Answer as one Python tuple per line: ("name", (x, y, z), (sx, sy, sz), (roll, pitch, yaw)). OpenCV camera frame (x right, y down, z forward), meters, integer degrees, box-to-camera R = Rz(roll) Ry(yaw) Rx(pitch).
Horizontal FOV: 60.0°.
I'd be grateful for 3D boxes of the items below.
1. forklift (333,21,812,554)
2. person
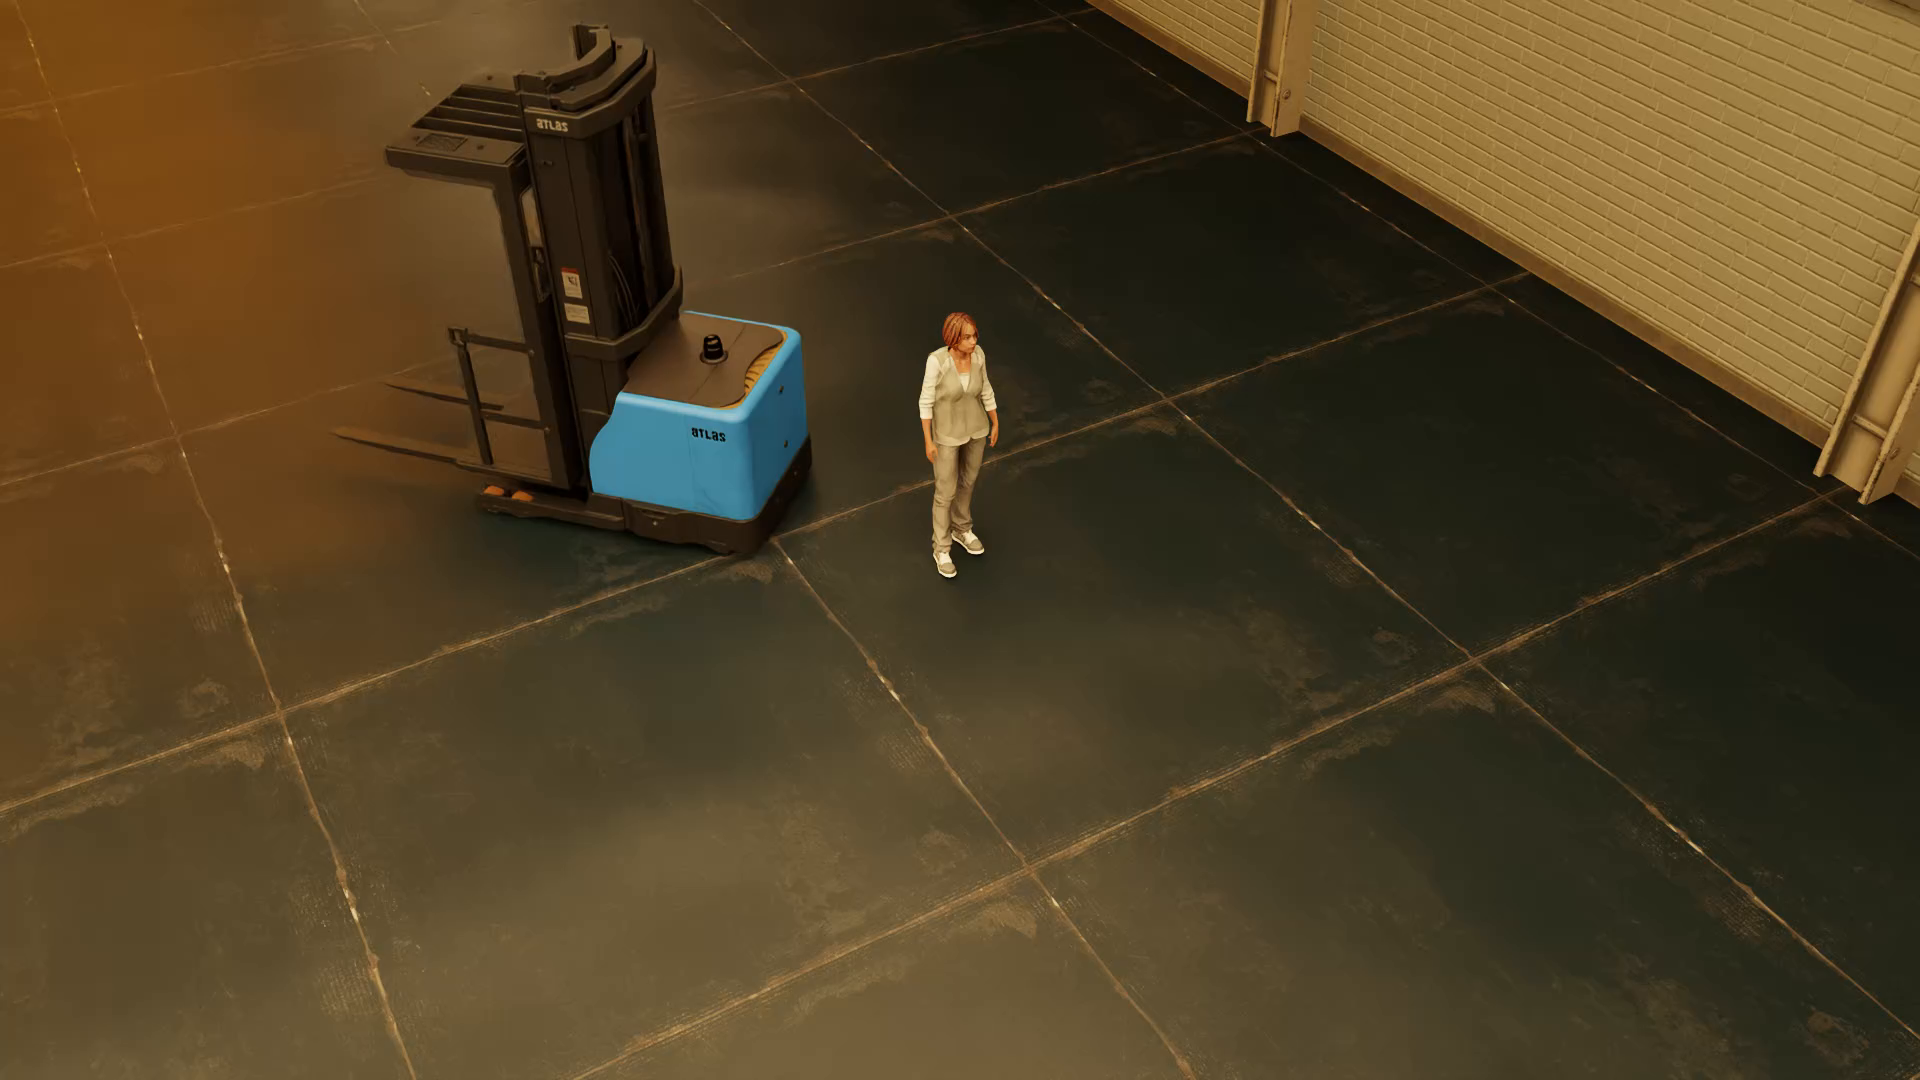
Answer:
("forklift", (-2.537, -1.579, 9.940), (3.031, 2.935, 1.130), (11, 41, 13))
("person", (0.025, -0.575, 9.762), (0.519, 1.598, 0.474), (-20, 44, -23))
